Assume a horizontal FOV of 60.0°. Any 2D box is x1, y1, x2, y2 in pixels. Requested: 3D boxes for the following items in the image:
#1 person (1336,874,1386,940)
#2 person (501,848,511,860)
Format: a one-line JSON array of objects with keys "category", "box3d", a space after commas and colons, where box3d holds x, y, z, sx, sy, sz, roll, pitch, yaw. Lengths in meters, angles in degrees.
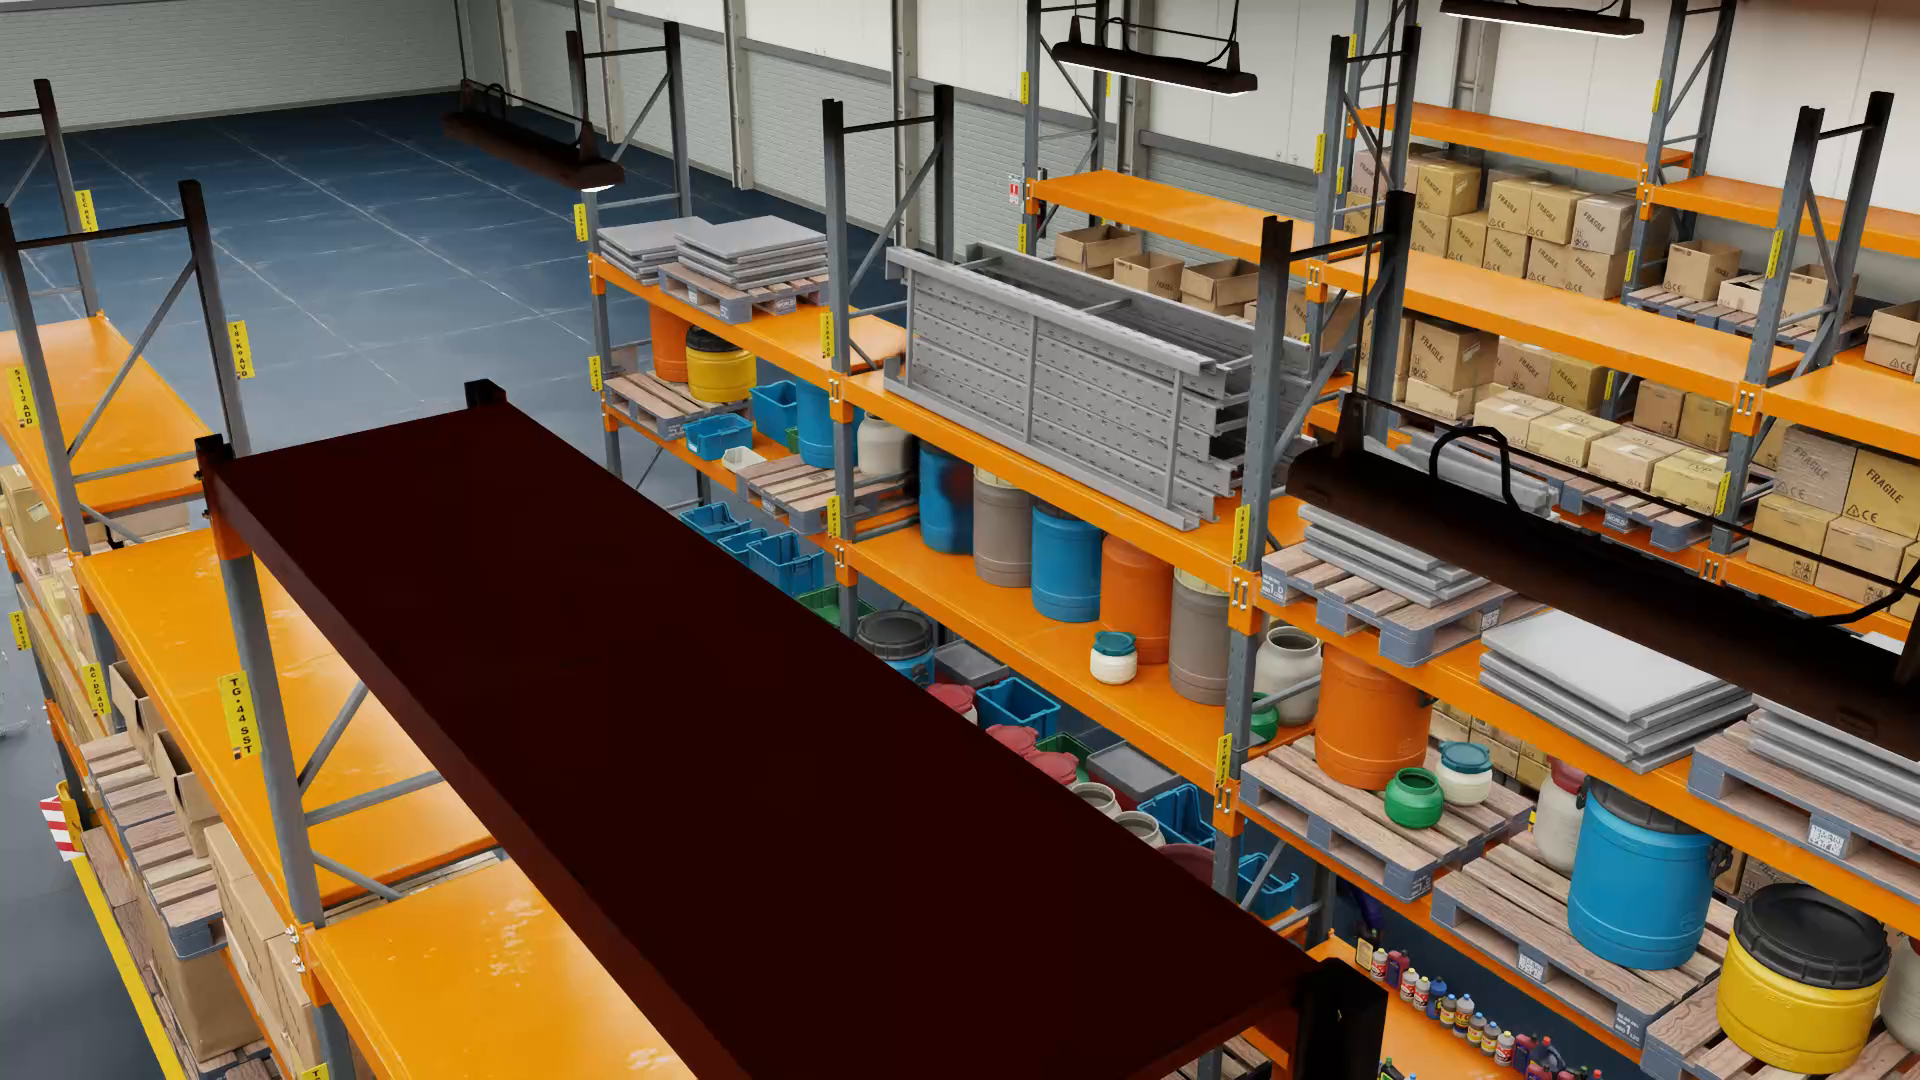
[{"category": "person", "box3d": [3.028, 2.126, 12.438, 0.576, 1.592, 0.933, -13, 28, -25]}, {"category": "person", "box3d": [-2.737, 2.641, 11.191, 0.547, 1.764, 0.618, 6, 25, 13]}]
